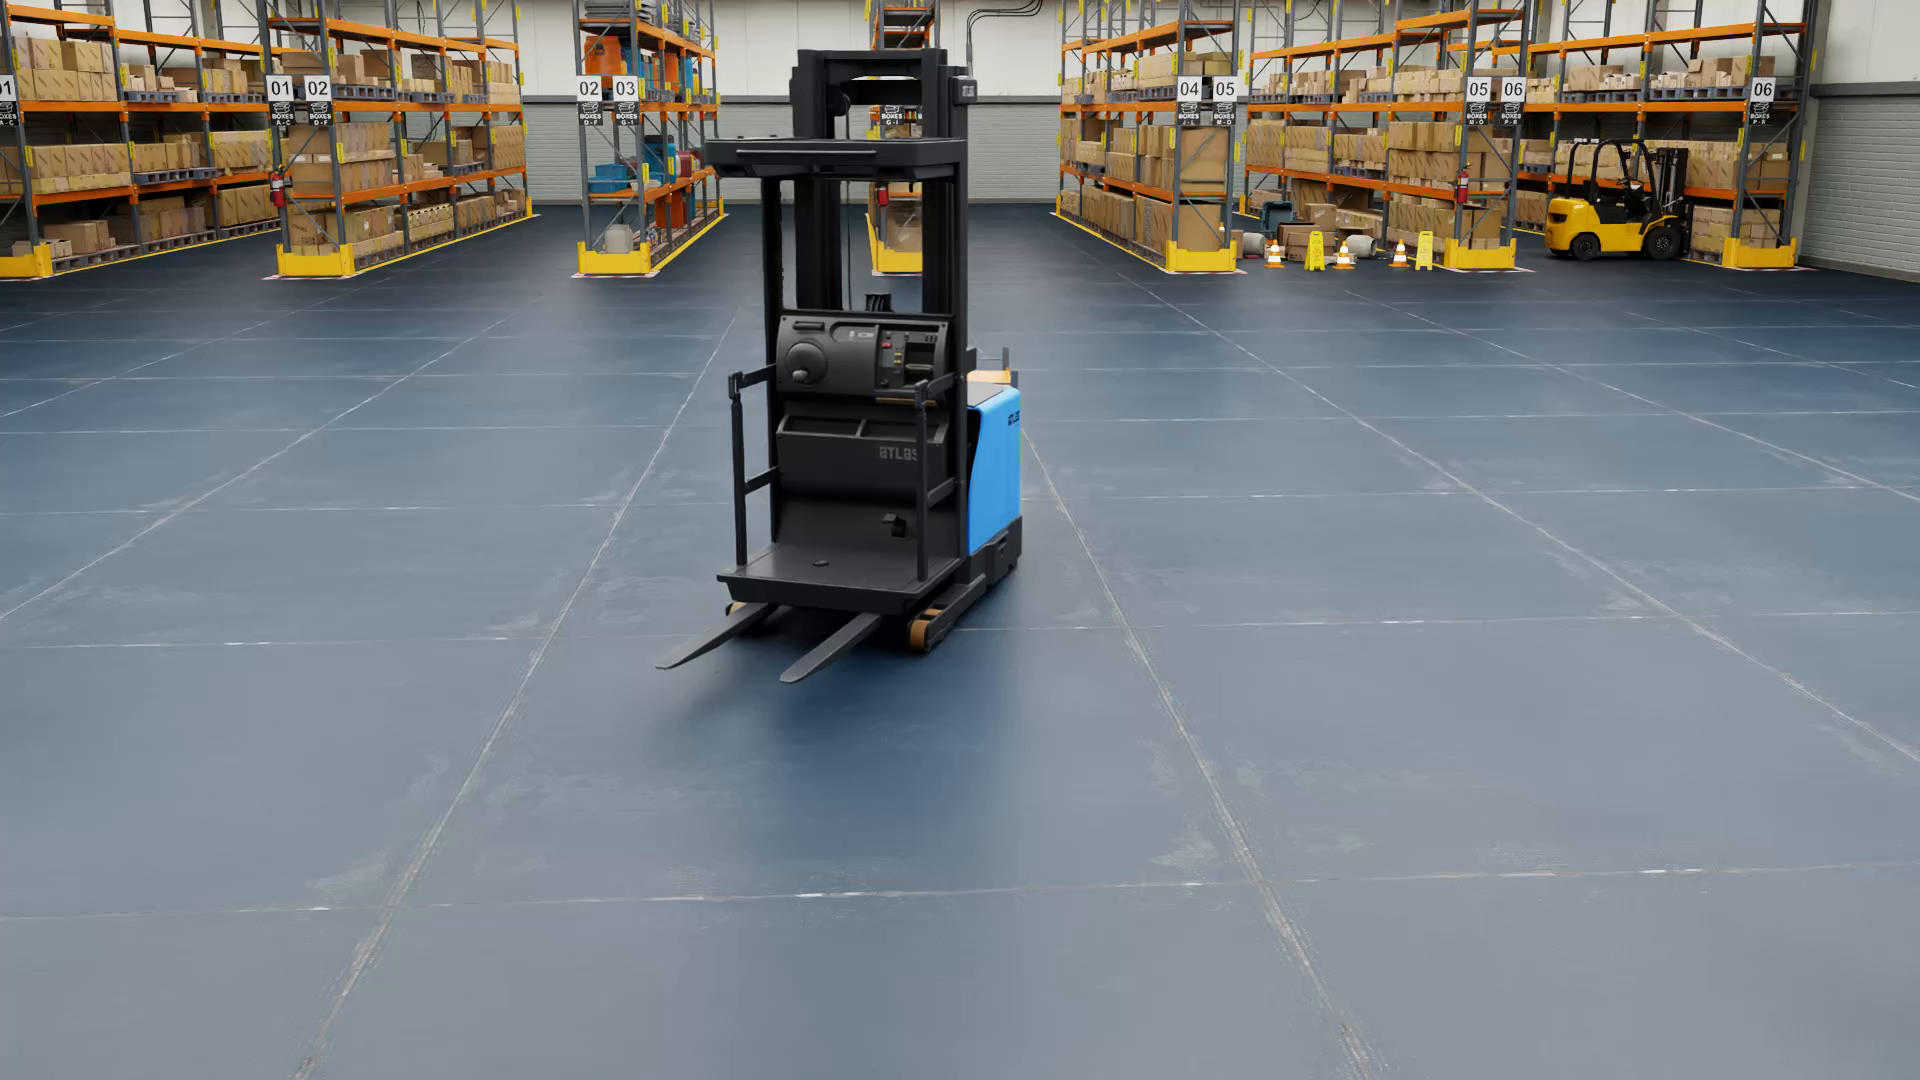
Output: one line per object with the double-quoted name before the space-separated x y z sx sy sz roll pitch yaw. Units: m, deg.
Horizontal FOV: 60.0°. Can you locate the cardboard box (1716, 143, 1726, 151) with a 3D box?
"cardboard box" 13.689 -6.985 29.557 0.380 0.149 0.250 -1 14 -2

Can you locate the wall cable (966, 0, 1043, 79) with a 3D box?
"wall cable" 1.265 -15.939 47.959 2.277 5.999 0.120 -1 14 -3

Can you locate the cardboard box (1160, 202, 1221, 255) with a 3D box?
"cardboard box" 4.015 -5.430 29.034 0.875 0.875 0.875 -1 14 -3

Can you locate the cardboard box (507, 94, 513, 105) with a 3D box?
"cardboard box" -11.354 -10.872 41.042 0.500 0.250 0.500 -1 14 -3

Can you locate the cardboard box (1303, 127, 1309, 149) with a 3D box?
"cardboard box" 8.180 -9.214 38.110 0.500 0.500 0.500 -1 14 -4

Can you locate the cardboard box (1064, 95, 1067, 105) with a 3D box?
"cardboard box" 2.933 -11.201 42.322 0.500 0.250 0.500 0 14 -2

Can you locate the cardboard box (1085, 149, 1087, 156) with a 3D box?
"cardboard box" 3.044 -8.805 37.791 0.380 0.149 0.250 -1 14 -5

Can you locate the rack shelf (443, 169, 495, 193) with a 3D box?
"rack shelf" -11.341 -8.024 37.135 1.077 0.370 4.000 -1 14 -3

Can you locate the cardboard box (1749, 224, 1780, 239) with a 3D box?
"cardboard box" 14.189 -5.501 29.561 0.500 0.250 0.500 -1 14 -2

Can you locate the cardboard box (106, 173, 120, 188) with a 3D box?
"cardboard box" -15.559 -6.502 30.039 0.500 0.250 0.500 -1 14 -3

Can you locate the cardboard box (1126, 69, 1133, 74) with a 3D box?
"cardboard box" 3.845 -10.183 36.327 0.396 0.266 0.258 -1 14 -3

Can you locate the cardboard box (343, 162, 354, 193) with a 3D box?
"cardboard box" -10.775 -6.180 28.326 0.700 0.500 0.500 -1 14 -2

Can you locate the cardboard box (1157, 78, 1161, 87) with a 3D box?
"cardboard box" 3.686 -8.065 29.292 0.380 0.149 0.250 -1 14 -3

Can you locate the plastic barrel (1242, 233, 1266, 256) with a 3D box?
"plastic barrel" 5.476 -5.577 31.353 0.512 0.421 0.421 10 18 35

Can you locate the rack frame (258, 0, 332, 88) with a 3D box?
"rack frame" -10.721 -8.790 26.631 1.000 3.000 0.127 -1 14 -3

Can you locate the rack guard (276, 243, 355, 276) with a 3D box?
"rack guard" -10.720 -4.668 27.667 1.175 0.500 0.348 -1 14 -3

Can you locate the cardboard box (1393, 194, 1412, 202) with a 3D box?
"cardboard box" 8.524 -6.551 31.836 0.380 0.149 0.250 -1 14 -3

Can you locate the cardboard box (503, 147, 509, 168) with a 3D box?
"cardboard box" -11.288 -9.300 40.453 0.500 0.500 0.500 -1 14 -4

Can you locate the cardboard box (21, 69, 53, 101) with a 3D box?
"cardboard box" -15.434 -7.539 27.549 0.500 0.500 0.500 0 14 0

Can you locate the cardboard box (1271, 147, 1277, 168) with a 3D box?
"cardboard box" 7.992 -9.462 41.081 0.500 0.500 0.500 -1 14 -5

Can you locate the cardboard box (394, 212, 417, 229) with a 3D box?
"cardboard box" -10.746 -6.130 31.880 0.500 0.311 0.500 -1 14 -3

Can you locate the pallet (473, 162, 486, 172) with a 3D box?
"pallet" -11.524 -8.576 38.223 1.003 0.211 1.213 -1 14 -3

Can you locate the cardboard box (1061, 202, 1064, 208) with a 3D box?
"cardboard box" 2.845 -8.755 43.413 0.380 0.149 0.250 -1 14 -2

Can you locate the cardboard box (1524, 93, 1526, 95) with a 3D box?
"cardboard box" 13.520 -10.906 40.579 0.500 0.250 0.500 -1 14 -5

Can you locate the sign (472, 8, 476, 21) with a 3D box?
"sign" -12.254 -13.252 41.938 0.100 0.325 0.005 -1 14 -3

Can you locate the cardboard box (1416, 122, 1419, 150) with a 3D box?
"cardboard box" 8.757 -7.368 30.338 0.700 0.500 0.500 -1 14 -4

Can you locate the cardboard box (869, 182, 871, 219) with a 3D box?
"cardboard box" -1.461 -7.815 38.300 1.225 0.875 0.875 -1 14 -5

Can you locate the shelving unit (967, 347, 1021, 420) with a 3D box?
"shelving unit" 0.085 -0.594 10.579 0.538 1.125 1.048 0 14 -1

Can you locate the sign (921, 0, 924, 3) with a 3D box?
"sign" -0.788 -11.433 34.871 0.100 0.325 0.005 -1 14 -3

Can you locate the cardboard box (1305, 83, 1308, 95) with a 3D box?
"cardboard box" 8.077 -10.305 37.967 0.396 0.266 0.258 0 14 1

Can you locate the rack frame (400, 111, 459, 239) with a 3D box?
"rack frame" -11.217 -7.875 35.112 1.000 3.000 0.127 -1 14 -3

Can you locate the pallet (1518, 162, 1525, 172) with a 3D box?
"pallet" 13.390 -8.648 38.502 1.003 0.211 1.213 -1 14 -3

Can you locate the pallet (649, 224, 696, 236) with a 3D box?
"pallet" -6.363 -6.795 36.512 1.003 0.211 1.213 -1 14 -3

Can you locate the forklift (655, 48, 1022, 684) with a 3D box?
"forklift" -0.575 -0.969 8.410 1.130 2.935 3.031 5 15 18

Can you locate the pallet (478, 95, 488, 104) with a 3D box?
"pallet" -11.494 -10.068 37.993 1.213 0.211 1.003 -1 14 -3

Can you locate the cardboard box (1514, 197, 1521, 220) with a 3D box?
"cardboard box" 13.168 -7.735 38.745 0.500 0.500 0.500 -1 14 -5

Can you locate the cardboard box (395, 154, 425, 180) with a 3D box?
"cardboard box" -11.097 -7.506 33.478 0.500 0.500 0.500 -2 15 -6

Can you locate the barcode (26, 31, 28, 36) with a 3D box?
"barcode" -16.256 -8.823 28.965 0.001 0.075 0.075 -1 14 -3

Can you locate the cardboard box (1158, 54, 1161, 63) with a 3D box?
"cardboard box" 3.685 -8.452 29.197 0.380 0.149 0.250 -1 14 -4

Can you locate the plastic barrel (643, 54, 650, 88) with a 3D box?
"plastic barrel" -6.314 -8.937 32.213 0.600 0.901 0.600 0 14 0

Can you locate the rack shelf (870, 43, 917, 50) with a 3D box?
"rack shelf" -1.453 -10.887 37.028 1.077 0.370 4.000 -1 14 -3

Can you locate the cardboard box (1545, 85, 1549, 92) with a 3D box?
"cardboard box" 13.266 -10.045 37.029 0.380 0.149 0.250 -1 14 -2

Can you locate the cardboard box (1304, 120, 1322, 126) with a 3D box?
"cardboard box" 8.553 -10.104 40.266 0.380 0.149 0.250 -1 14 -4

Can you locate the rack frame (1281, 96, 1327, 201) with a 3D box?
"rack frame" 8.314 -9.174 40.164 1.000 3.000 0.127 -1 14 -3

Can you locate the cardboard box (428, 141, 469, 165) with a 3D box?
"cardboard box" -11.235 -8.512 36.544 0.700 0.500 0.500 2 15 7

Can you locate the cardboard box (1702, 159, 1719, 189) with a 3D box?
"cardboard box" 13.696 -6.563 29.815 0.500 0.500 0.500 0 14 -2

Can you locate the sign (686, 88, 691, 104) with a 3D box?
"sign" -5.724 -9.362 35.084 0.100 0.325 0.005 -1 14 -3

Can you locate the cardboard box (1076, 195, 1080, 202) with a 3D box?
"cardboard box" 3.042 -8.331 40.571 0.380 0.149 0.250 -1 14 -3

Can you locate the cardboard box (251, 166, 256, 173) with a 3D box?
"cardboard box" -16.071 -8.346 37.409 0.380 0.149 0.250 -1 14 -3

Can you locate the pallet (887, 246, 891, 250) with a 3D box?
"pallet" -0.926 -5.211 30.355 1.003 0.211 1.213 -1 14 -3

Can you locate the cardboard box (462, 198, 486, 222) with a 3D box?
"cardboard box" -11.095 -7.506 37.812 0.500 0.500 0.500 -1 14 -3

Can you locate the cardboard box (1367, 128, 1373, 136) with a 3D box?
"cardboard box" 8.459 -8.245 33.610 0.380 0.149 0.250 -2 15 -6
